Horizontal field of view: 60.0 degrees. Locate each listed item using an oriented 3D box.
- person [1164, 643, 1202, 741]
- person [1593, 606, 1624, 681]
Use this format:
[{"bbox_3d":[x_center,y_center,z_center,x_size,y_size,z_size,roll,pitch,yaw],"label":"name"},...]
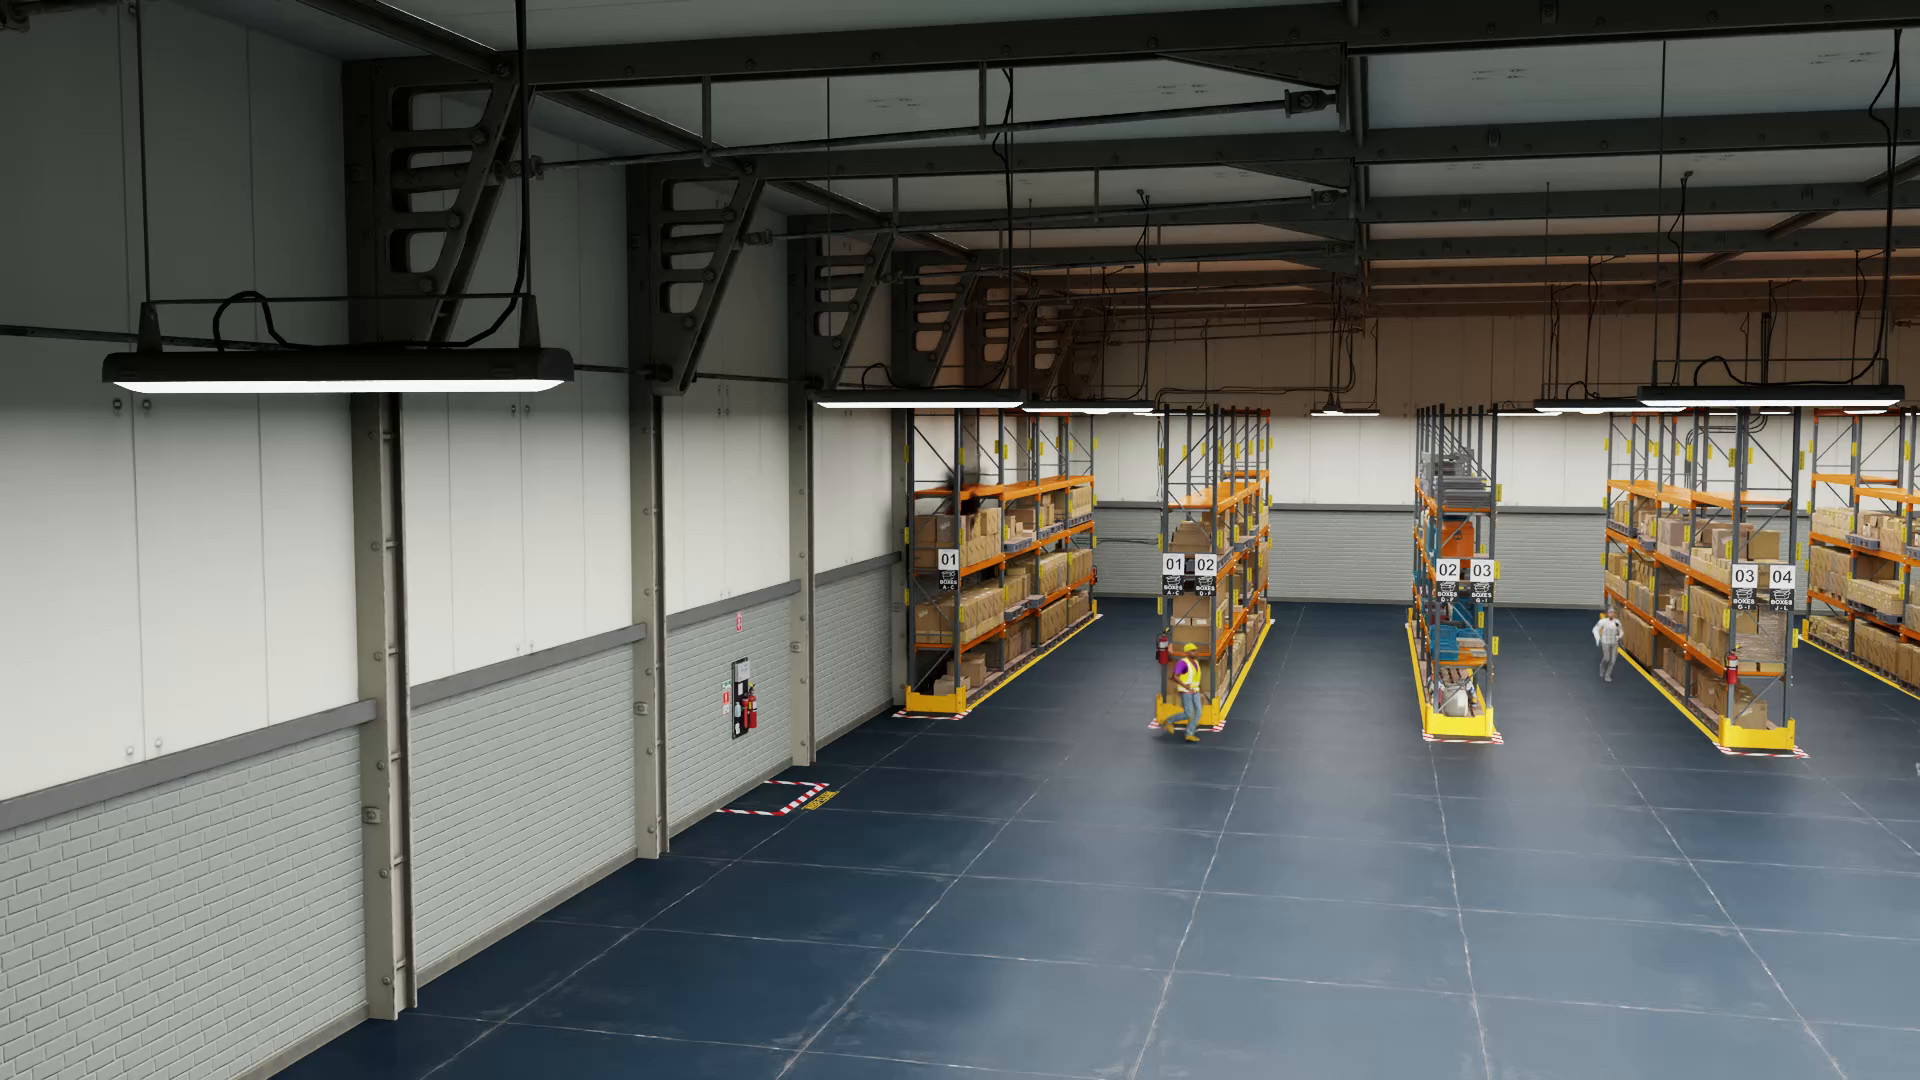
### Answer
[{"bbox_3d":[4.061,2.704,29.718,0.718,1.724,0.726,4,6,45],"label":"person"},{"bbox_3d":[14.135,2.262,36.153,0.604,1.653,0.551,1,4,7],"label":"person"}]
